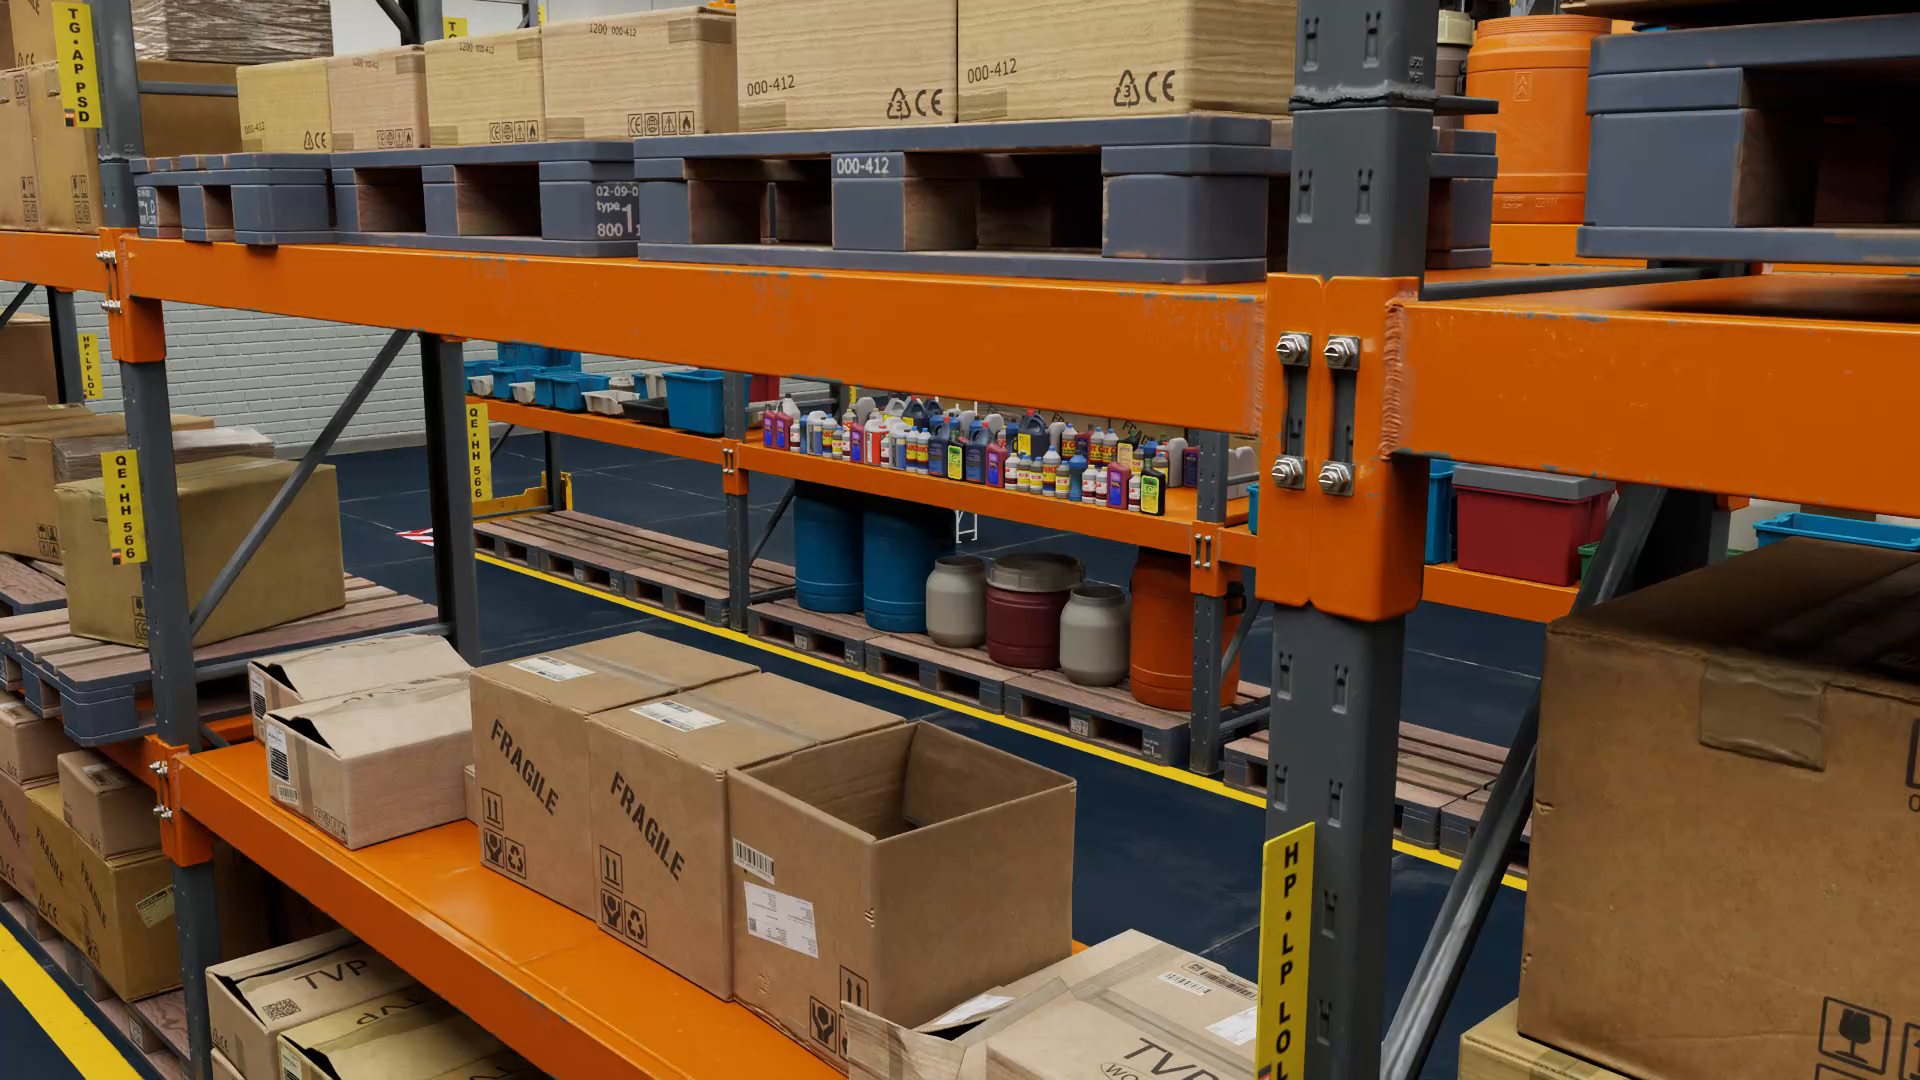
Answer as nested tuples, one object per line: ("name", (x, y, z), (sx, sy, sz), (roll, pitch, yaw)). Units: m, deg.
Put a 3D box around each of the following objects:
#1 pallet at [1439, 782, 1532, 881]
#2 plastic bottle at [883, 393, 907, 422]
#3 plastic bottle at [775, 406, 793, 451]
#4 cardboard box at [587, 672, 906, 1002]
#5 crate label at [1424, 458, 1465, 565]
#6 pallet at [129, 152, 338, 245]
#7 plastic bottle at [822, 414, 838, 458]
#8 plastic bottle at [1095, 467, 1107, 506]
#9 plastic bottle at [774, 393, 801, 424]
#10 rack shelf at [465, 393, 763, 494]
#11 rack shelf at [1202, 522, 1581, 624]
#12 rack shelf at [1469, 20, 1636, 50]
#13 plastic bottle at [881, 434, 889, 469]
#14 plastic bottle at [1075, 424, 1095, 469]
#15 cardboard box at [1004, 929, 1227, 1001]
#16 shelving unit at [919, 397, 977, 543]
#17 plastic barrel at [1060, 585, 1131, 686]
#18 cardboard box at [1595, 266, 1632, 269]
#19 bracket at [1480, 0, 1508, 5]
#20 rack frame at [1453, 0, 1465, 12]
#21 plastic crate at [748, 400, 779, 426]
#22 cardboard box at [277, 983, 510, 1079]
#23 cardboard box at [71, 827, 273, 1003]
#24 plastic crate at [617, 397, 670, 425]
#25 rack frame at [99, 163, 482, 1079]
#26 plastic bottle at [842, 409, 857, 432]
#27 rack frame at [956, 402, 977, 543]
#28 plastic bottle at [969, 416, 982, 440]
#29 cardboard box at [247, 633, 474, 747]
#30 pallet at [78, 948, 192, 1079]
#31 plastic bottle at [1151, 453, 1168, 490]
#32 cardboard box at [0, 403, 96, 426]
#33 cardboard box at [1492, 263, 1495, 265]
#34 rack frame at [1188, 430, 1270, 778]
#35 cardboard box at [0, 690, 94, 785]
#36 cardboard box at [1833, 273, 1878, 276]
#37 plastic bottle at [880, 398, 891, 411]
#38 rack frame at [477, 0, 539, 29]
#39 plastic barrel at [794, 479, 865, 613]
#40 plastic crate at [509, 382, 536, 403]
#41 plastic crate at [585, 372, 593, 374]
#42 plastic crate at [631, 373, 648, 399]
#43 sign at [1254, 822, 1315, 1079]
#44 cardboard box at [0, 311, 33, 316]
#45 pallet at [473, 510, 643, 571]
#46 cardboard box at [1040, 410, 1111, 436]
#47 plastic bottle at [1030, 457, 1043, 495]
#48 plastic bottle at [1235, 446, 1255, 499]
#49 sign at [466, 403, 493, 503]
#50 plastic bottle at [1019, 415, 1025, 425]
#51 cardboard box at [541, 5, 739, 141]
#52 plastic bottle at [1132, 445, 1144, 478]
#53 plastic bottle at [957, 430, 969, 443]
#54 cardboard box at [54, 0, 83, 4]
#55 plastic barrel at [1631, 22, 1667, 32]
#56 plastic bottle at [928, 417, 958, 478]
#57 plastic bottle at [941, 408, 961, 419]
("pallet", (2.930, 1.331, 7.428), (1.003, 0.211, 1.213), (-11, 16, -43))
("plastic bottle", (-0.410, -0.782, 10.896), (0.144, 0.351, 0.185), (-11, 16, -43))
("plastic bottle", (-1.140, -0.725, 10.788), (0.061, 0.283, 0.133), (-11, 16, -43))
("cardboard box", (-0.466, 0.629, 3.677), (0.500, 0.500, 0.500), (-11, 16, -42))
("crate label", (2.076, -0.166, 7.695), (0.502, 0.435, 0.616), (-11, 16, -43))
("pallet", (-1.467, -0.932, 4.534), (1.213, 0.211, 1.003), (-10, 15, -40))
("plastic bottle", (-0.820, -0.657, 10.486), (0.097, 0.271, 0.097), (0, 12, 0))
("plastic bottle", (0.771, -0.287, 8.861), (0.097, 0.201, 0.097), (0, 12, 0))
("plastic bottle", (-1.141, -0.788, 10.926), (0.144, 0.351, 0.185), (-11, 16, -43))
("rack shelf", (-2.558, -0.854, 12.908), (1.077, 0.370, 4.000), (-11, 16, -43))
("rack shelf", (2.966, 0.313, 7.241), (1.077, 0.370, 4.000), (-11, 16, -43))
("rack shelf", (3.786, -3.703, 12.860), (1.077, 0.370, 4.000), (-11, 16, -43))
("plastic bottle", (-0.433, -0.541, 10.097), (0.097, 0.201, 0.097), (0, 12, 0))
("plastic bottle", (0.755, -0.557, 9.972), (0.061, 0.283, 0.133), (-11, 16, -43))
("cardboard box", (0.298, 0.908, 3.195), (0.380, 0.149, 0.250), (-11, 16, -43))
("shelving unit", (-0.114, -0.612, 14.408), (0.258, 1.200, 0.503), (-11, 16, -43))
("plastic barrel", (0.780, 0.543, 9.468), (0.421, 0.512, 0.421), (0, 12, 0))
("cardboard box", (8.702, -3.630, 21.873), (0.500, 0.500, 0.500), (-11, 16, -43))
("bracket", (9.217, -9.372, 28.682), (0.235, 0.232, 0.430), (-11, 16, -43))
("rack frame", (6.810, -6.508, 23.700), (1.000, 3.000, 0.127), (-11, 16, -43))
("plastic crate", (-1.395, -0.903, 11.866), (0.396, 0.136, 0.243), (-11, 16, -43))
("cardboard box", (-1.482, 1.418, 4.480), (0.500, 0.311, 0.500), (11, 16, 44))
("cardboard box", (-2.816, 1.264, 5.949), (0.500, 0.500, 0.500), (-10, 15, -40))
("plastic crate", (-2.145, -0.935, 12.052), (0.437, 0.125, 0.590), (-11, 16, -43))
("rack frame", (-2.000, 0.359, 5.238), (1.000, 3.000, 0.127), (-11, 16, -43))
("plastic bottle", (-0.749, -0.785, 11.281), (0.097, 0.201, 0.097), (0, 12, 0))
("rack frame", (0.054, -0.576, 14.235), (0.240, 1.200, 0.015), (-11, 16, -43))
("plastic bottle", (0.105, -0.639, 10.398), (0.097, 0.271, 0.097), (0, 12, 0))
("cardboard box", (-1.780, 0.461, 4.959), (0.500, 0.311, 0.500), (-10, 15, -39))
("pallet", (-2.488, 1.610, 6.073), (1.003, 0.211, 1.213), (-11, 16, -43))
("plastic bottle", (1.123, -0.389, 9.361), (0.097, 0.201, 0.097), (0, 12, 0))
("cardboard box", (-4.076, -0.288, 7.087), (0.700, 0.500, 0.500), (-8, 14, -34))
("cardboard box", (5.542, -2.997, 18.061), (0.500, 0.500, 0.500), (11, 16, 43))
("rack frame", (1.585, -0.331, 8.585), (1.000, 3.000, 0.127), (-11, 16, -43))
("cardboard box", (-3.567, 0.740, 6.632), (0.500, 0.250, 0.500), (-11, 16, -44))
("cardboard box", (10.746, -3.202, 19.794), (0.500, 0.500, 0.500), (-11, 16, -43))
("plastic bottle", (-0.479, -0.818, 11.237), (0.061, 0.283, 0.133), (-11, 16, -43))
("rack frame", (-3.940, -4.437, 13.647), (1.000, 3.000, 0.127), (-11, 16, -43))
("plastic barrel", (-0.814, -0.011, 11.191), (0.600, 0.901, 0.708), (-11, 16, -43))
("plastic crate", (-3.377, -1.160, 13.111), (0.250, 0.136, 0.298), (-11, 16, -43))
("plastic crate", (-3.246, -1.305, 13.818), (0.396, 0.136, 0.243), (-11, 16, -43))
("plastic crate", (-2.336, -1.182, 12.982), (0.416, 0.233, 0.300), (-11, 16, -43))
("sign", (0.377, 0.491, 1.921), (0.100, 0.325, 0.005), (-11, 16, -43))
("cardboard box", (-5.241, -0.947, 8.849), (0.500, 0.500, 0.500), (11, 16, 43))
("pallet", (-3.398, -0.007, 13.923), (1.003, 0.211, 1.213), (-11, 16, -43))
("cardboard box", (1.386, -1.009, 16.100), (0.875, 0.875, 0.875), (-11, 16, -43))
("plastic bottle", (0.435, -0.358, 9.206), (0.097, 0.201, 0.097), (0, 12, 0))
("plastic bottle", (1.520, -0.379, 9.123), (0.152, 0.276, 0.135), (-11, 16, -43))
("sign", (-1.601, -0.286, 5.498), (0.100, 0.325, 0.005), (-11, 16, -43))
("plastic bottle", (0.375, -0.638, 10.361), (0.061, 0.283, 0.133), (-11, 16, -43))
("cardboard box", (-0.514, -0.947, 3.470), (0.500, 0.250, 0.500), (10, 15, 40))
("plastic bottle", (1.048, -0.450, 9.653), (0.097, 0.201, 0.097), (0, 12, 0))
("plastic bottle", (0.032, -0.495, 9.671), (0.061, 0.283, 0.133), (-11, 16, -43))
("cardboard box", (-2.649, -1.788, 5.498), (0.500, 0.500, 0.500), (-11, 16, -43))
("plastic barrel", (2.936, -1.697, 6.539), (0.600, 0.901, 0.708), (-11, 16, -43))
("plastic bottle", (-0.092, -0.549, 9.764), (0.144, 0.351, 0.185), (-11, 16, -43))
("plastic bottle", (-0.071, -0.715, 10.755), (0.152, 0.276, 0.135), (-11, 16, -43))
